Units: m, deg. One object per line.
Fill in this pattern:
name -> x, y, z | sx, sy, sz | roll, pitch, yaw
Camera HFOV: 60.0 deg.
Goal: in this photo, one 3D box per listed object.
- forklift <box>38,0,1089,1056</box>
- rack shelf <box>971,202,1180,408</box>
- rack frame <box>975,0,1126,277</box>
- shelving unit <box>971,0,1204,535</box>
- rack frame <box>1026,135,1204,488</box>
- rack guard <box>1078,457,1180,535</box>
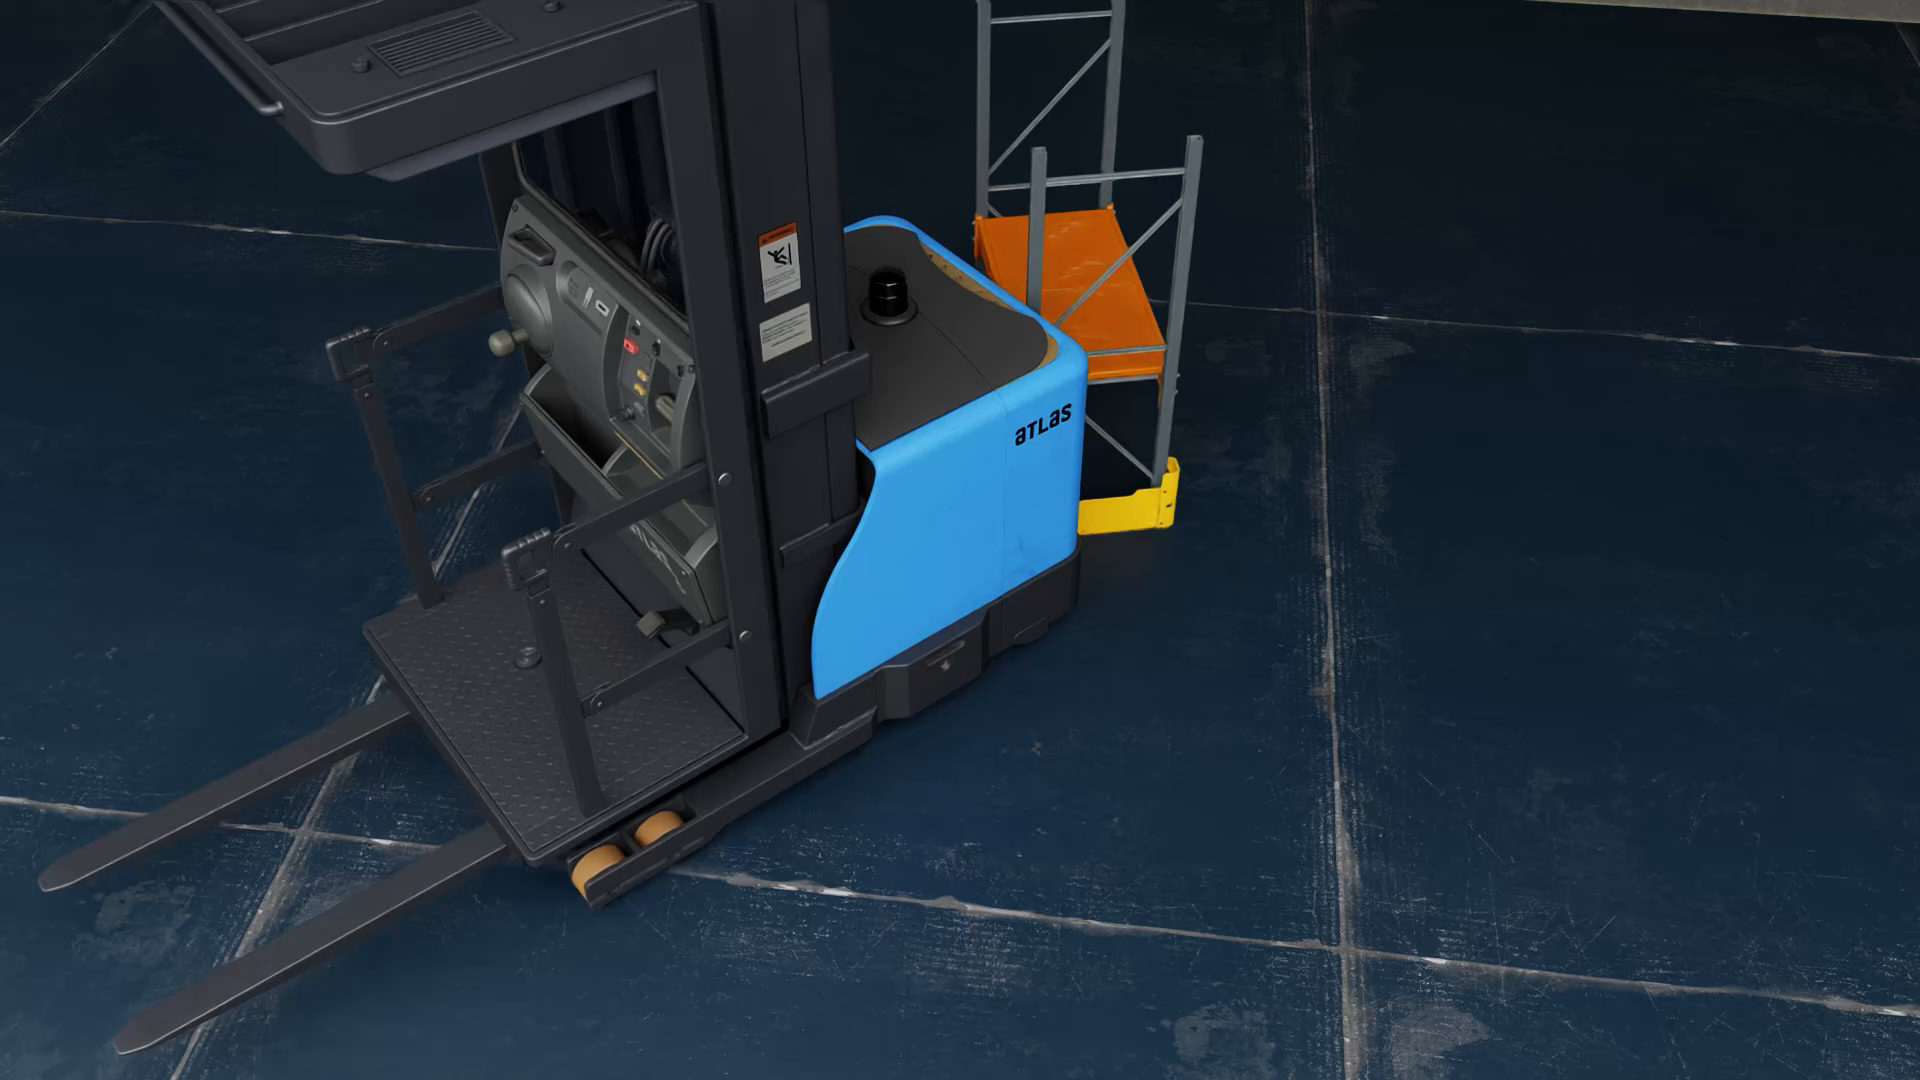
forklift -> -1.084, -0.458, 4.102 | 3.031, 2.935, 1.130 | -28, 50, -27
rack shelf -> 0.379, -0.807, 5.773 | 0.538, 0.185, 1.000 | -6, 44, -6
rack frame -> 0.306, -1.283, 6.014 | 0.500, 1.500, 0.032 | -6, 44, -6
shelving unit -> 0.380, -0.931, 5.643 | 0.587, 1.500, 1.083 | -6, 44, -6
rack frame -> 0.452, -0.592, 5.284 | 0.500, 1.500, 0.032 | -6, 44, -6
rack guard -> 0.452, -0.139, 5.715 | 0.587, 0.250, 0.087 | -6, 44, -6
